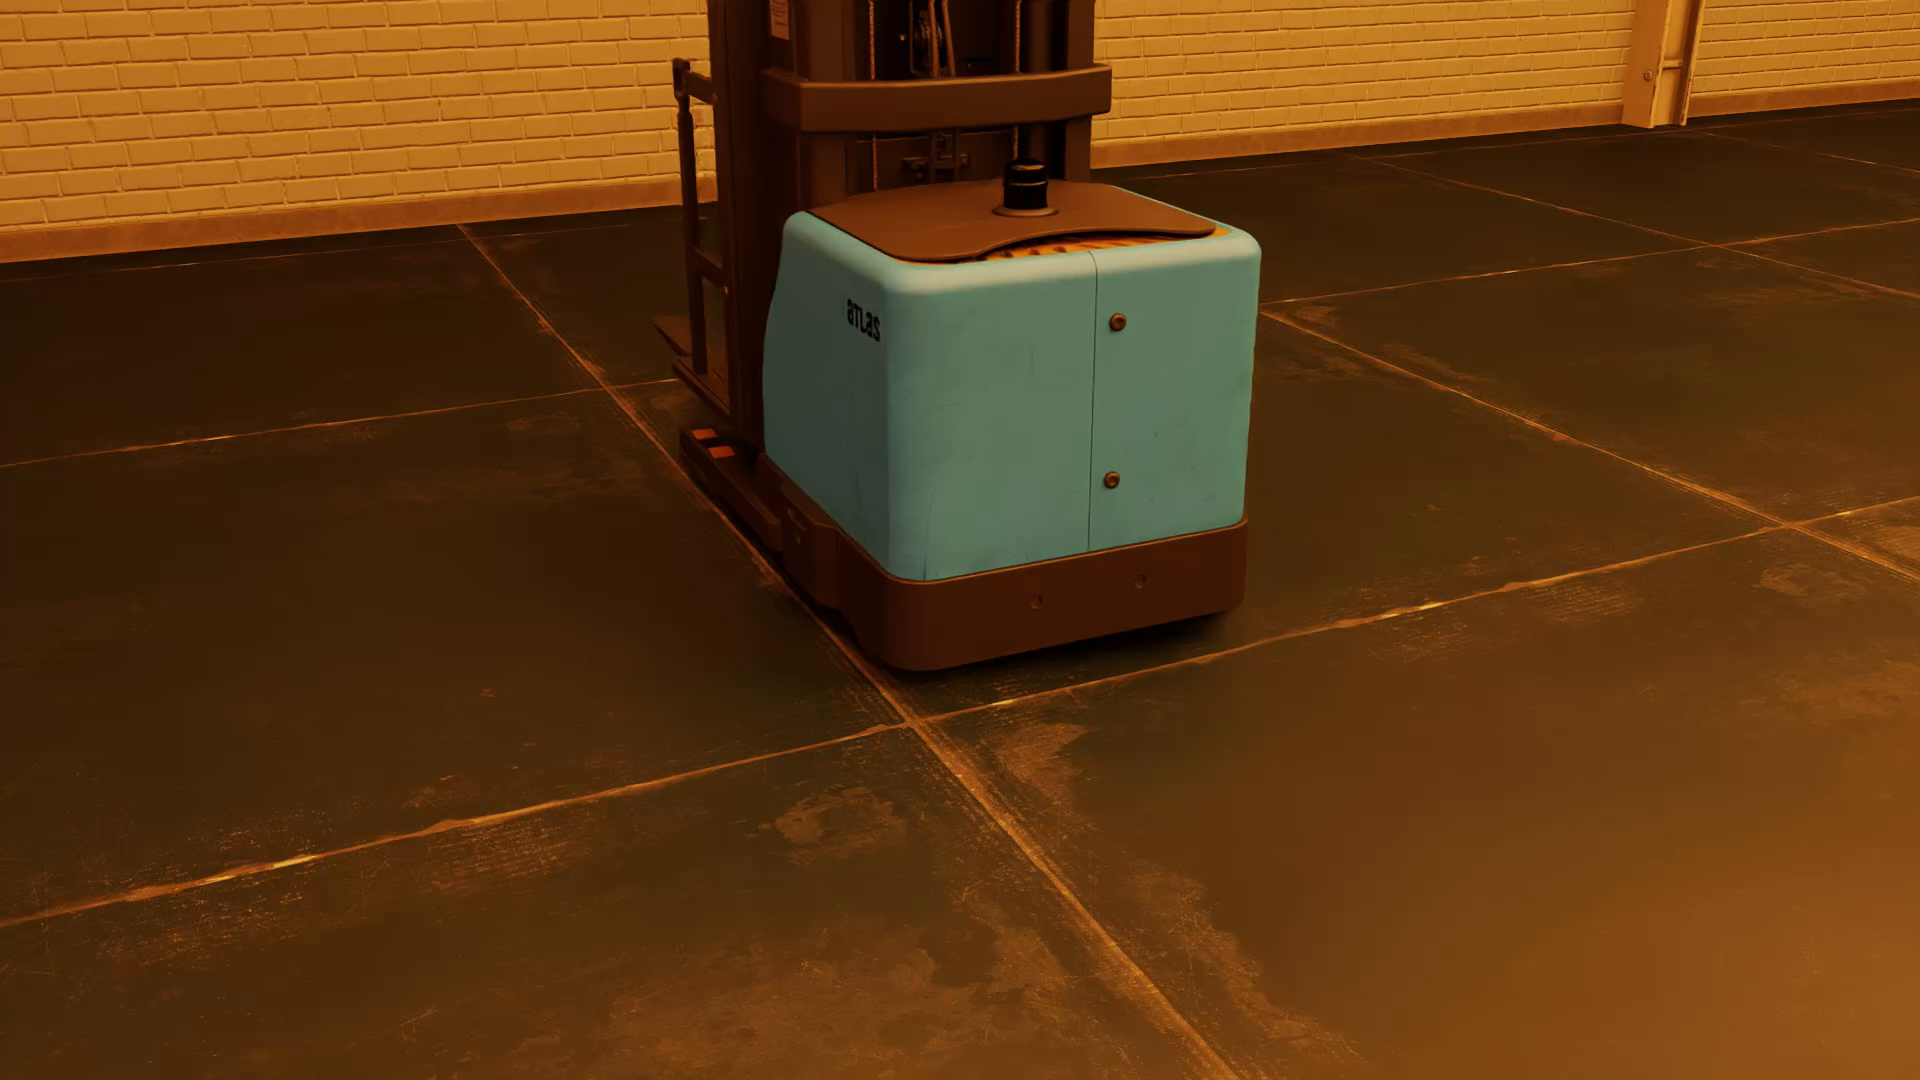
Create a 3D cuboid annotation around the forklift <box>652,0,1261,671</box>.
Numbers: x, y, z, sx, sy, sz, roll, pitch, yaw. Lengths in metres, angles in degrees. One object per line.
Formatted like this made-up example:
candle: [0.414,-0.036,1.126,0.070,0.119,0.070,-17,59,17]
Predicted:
forklift: [-0.297,-1.559,5.038,1.130,2.935,3.031,-10,25,-22]
